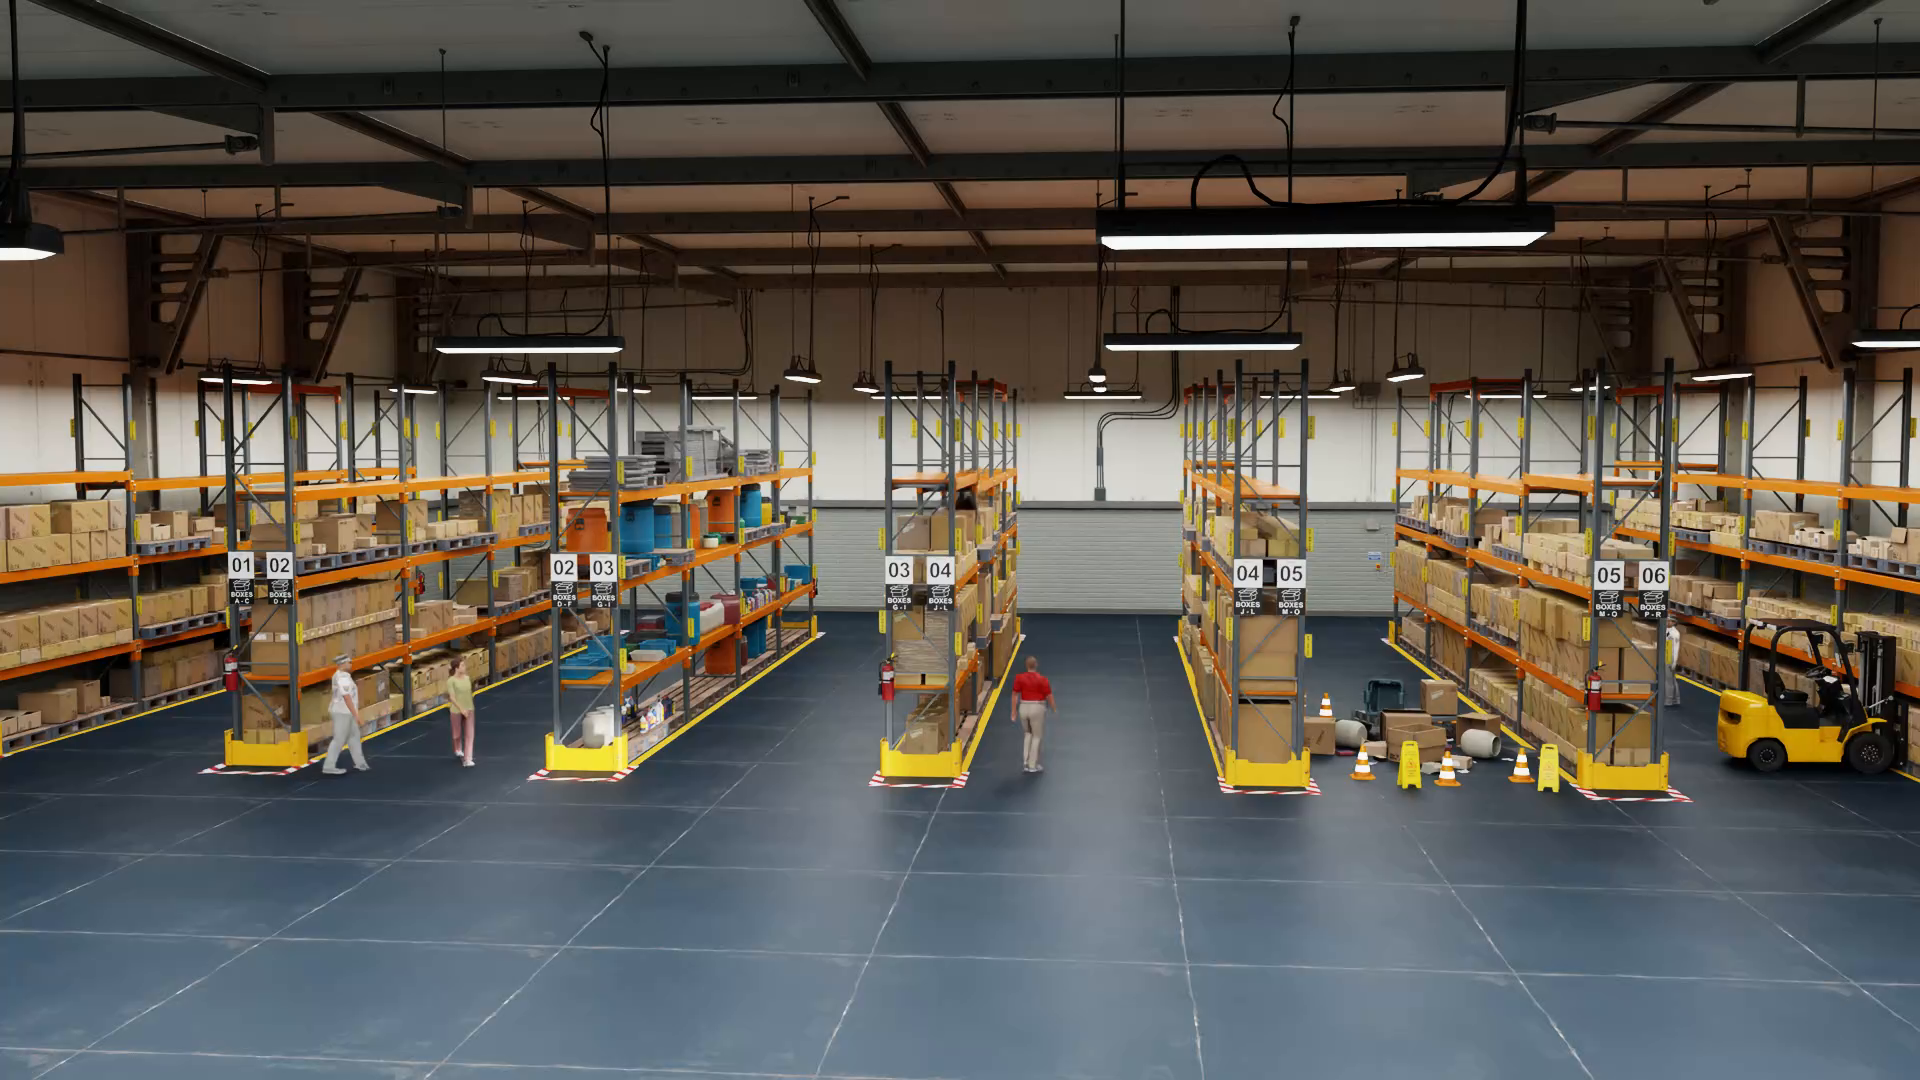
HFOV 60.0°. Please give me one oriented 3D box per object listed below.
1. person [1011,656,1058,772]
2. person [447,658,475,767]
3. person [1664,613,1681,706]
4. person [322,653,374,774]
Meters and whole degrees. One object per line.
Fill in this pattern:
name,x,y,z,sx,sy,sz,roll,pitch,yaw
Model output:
person,1.102,2.577,24.411,0.611,1.794,0.575,3,5,37
person,-7.460,2.568,24.887,0.412,1.597,1.010,-2,4,-25
person,12.943,2.172,30.335,0.409,1.693,0.515,2,4,23
person,-8.938,2.553,24.285,0.772,1.811,0.601,-2,4,-31
